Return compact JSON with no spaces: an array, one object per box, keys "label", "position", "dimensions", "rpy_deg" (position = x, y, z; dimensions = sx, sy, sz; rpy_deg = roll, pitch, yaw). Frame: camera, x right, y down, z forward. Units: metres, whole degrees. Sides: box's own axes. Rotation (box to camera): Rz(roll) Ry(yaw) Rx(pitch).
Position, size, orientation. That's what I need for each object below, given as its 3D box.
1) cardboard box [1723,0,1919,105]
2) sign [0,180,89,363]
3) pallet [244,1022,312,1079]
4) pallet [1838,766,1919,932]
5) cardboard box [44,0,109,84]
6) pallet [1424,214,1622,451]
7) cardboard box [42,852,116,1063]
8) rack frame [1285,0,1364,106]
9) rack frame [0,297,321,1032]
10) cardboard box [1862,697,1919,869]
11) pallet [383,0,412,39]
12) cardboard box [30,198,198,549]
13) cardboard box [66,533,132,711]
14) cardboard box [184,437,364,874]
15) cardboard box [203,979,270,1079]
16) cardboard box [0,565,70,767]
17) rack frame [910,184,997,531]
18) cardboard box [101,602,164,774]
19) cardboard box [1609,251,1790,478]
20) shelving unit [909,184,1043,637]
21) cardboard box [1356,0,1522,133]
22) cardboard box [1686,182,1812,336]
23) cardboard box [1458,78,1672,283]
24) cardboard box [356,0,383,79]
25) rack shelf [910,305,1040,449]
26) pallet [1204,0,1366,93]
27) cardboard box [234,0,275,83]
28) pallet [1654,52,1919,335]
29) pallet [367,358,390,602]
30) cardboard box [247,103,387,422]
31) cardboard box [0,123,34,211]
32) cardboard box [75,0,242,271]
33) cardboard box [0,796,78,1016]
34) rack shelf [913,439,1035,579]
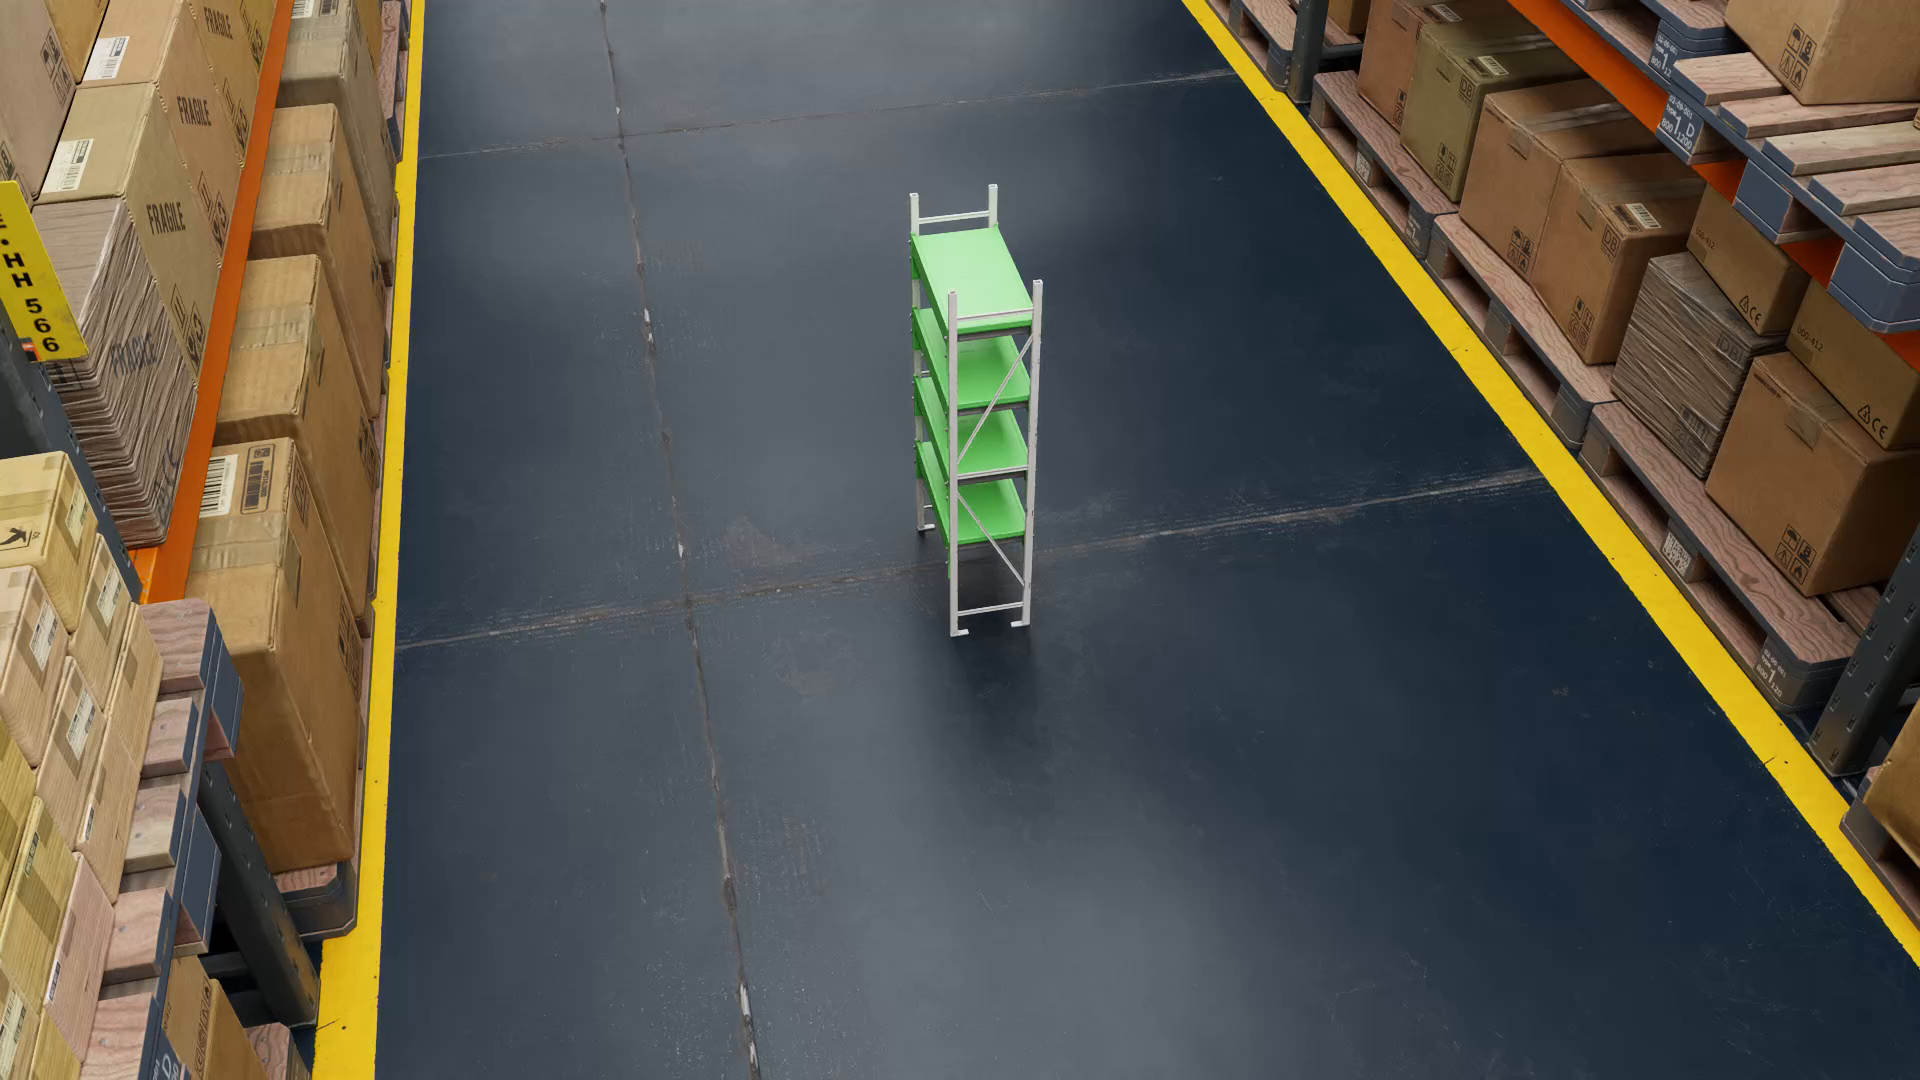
[{"label":"cardboard box","position":[2.464,-1.467,4.252],"dimensions":[0.700,0.500,0.500],"rpy_deg":[-3,42,-3]},{"label":"sign","position":[-1.499,-0.423,2.654],"dimensions":[0.100,0.325,0.005],"rpy_deg":[-8,42,-9]},{"label":"pallet","position":[-1.859,1.614,3.273],"dimensions":[1.003,0.211,1.213],"rpy_deg":[-8,42,-9]},{"label":"pallet","position":[2.935,0.984,3.983],"dimensions":[1.003,0.211,1.213],"rpy_deg":[-8,42,-9]},{"label":"cardboard box","position":[-2.337,-1.299,3.626],"dimensions":[0.700,0.500,0.500],"rpy_deg":[-9,42,-10]},{"label":"pallet","position":[2.411,-0.834,6.030],"dimensions":[1.003,0.211,1.213],"rpy_deg":[-8,42,-9]},{"label":"cardboard box","position":[-1.364,0.583,2.206],"dimensions":[0.380,0.149,0.250],"rpy_deg":[-8,42,-9]},{"label":"rack frame","position":[1.975,-3.174,6.566],"dimensions":[1.000,3.000,0.127],"rpy_deg":[-8,42,-9]},{"label":"rack frame","position":[-2.027,0.064,2.918],"dimensions":[1.000,3.000,0.127],"rpy_deg":[-8,42,-9]},{"label":"cardboard box","position":[2.967,0.507,3.703],"dimensions":[1.225,0.875,0.875],"rpy_deg":[-10,43,-11]},{"label":"pallet","position":[-3.245,-2.782,8.225],"dimensions":[1.003,0.211,1.213],"rpy_deg":[-8,42,-9]},{"label":"cardboard box","position":[-1.860,-0.303,3.256],"dimensions":[0.500,0.500,0.500],"rpy_deg":[-8,42,-9]},{"label":"cardboard box","position":[-1.475,0.145,2.476],"dimensions":[0.380,0.149,0.250],"rpy_deg":[-8,42,-8]},{"label":"cardboard box","position":[-2.070,0.341,3.985],"dimensions":[1.050,0.750,0.750],"rpy_deg":[-9,42,-10]},{"label":"cardboard box","position":[-1.629,1.231,3.170],"dimensions":[0.500,0.500,0.500],"rpy_deg":[-9,42,-9]},{"label":"cardboard box","position":[-1.421,0.194,2.197],"dimensions":[0.380,0.149,0.250],"rpy_deg":[-9,42,-10]},{"label":"rack frame","position":[-0.017,-0.500,4.909],"dimensions":[0.240,1.200,0.015],"rpy_deg":[-8,42,-9]},{"label":"cardboard box","position":[-1.471,0.255,2.576],"dimensions":[0.380,0.149,0.250],"rpy_deg":[-8,42,-9]},{"label":"cardboard box","position":[2.542,-0.600,5.218],"dimensions":[0.700,0.500,0.500],"rpy_deg":[-12,43,-13]},{"label":"shelving unit","position":[0.036,-0.341,4.731],"dimensions":[0.258,1.200,0.503],"rpy_deg":[-8,42,-9]},{"label":"cardboard box","position":[2.086,-2.002,6.798],"dimensions":[0.700,0.500,0.500],"rpy_deg":[-11,43,-13]},{"label":"cardboard box","position":[2.540,-0.863,4.950],"dimensions":[0.500,0.250,0.500],"rpy_deg":[-4,42,-4]},{"label":"cardboard box","position":[2.292,-1.328,6.038],"dimensions":[0.700,0.500,0.500],"rpy_deg":[-12,43,-13]},{"label":"cardboard box","position":[-2.957,-2.309,6.875],"dimensions":[0.875,0.875,0.875],"rpy_deg":[-8,42,-9]},{"label":"rack shelf","position":[0.036,-0.473,4.614],"dimensions":[0.258,0.148,0.480],"rpy_deg":[-8,42,-9]},{"label":"pallet","position":[1.795,-2.561,7.976],"dimensions":[1.003,0.211,1.213],"rpy_deg":[-8,42,-9]},{"label":"cardboard box","position":[-2.298,-1.611,4.730],"dimensions":[0.500,0.500,0.500],"rpy_deg":[-8,42,-9]},{"label":"pallet","position":[2.580,-0.956,4.212],"dimensions":[1.213,0.211,1.003],"rpy_deg":[-8,42,-9]},{"label":"pallet","position":[-2.383,-0.204,5.321],"dimensions":[1.003,0.211,1.213],"rpy_deg":[-8,42,-9]},{"label":"cardboard box","position":[-2.464,-0.829,5.302],"dimensions":[1.050,0.750,0.750],"rpy_deg":[-8,42,-9]},{"label":"cardboard box","position":[-2.114,-0.639,2.882],"dimensions":[0.700,0.500,0.500],"rpy_deg":[-9,42,-10]},{"label":"cardboard box","position":[-2.081,-0.959,3.995],"dimensions":[0.500,0.500,0.500],"rpy_deg":[-8,42,-9]},{"label":"cardboard box","position":[-1.357,0.488,2.090],"dimensions":[0.380,0.149,0.250],"rpy_deg":[-7,42,-8]},{"label":"rack shelf","position":[0.036,-0.114,4.933],"dimensions":[0.258,0.148,0.480],"rpy_deg":[-8,42,-9]}]
